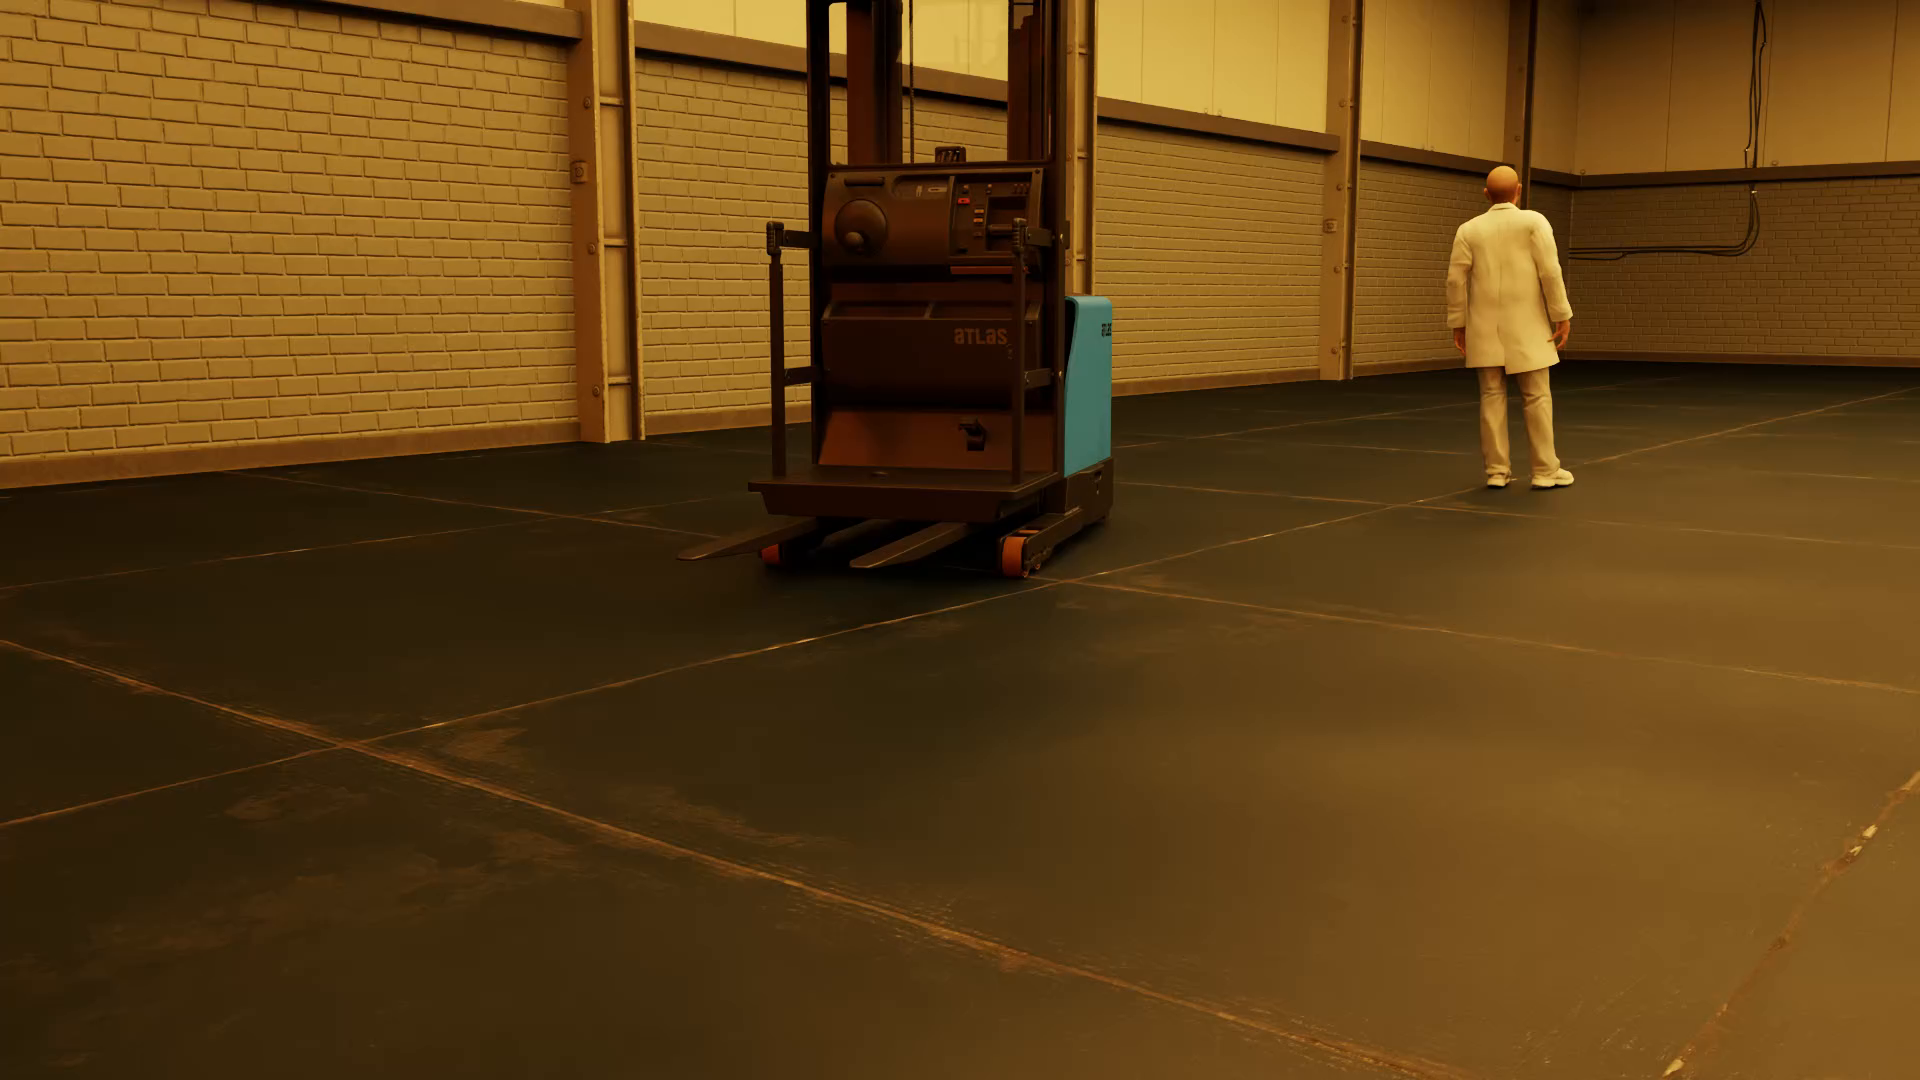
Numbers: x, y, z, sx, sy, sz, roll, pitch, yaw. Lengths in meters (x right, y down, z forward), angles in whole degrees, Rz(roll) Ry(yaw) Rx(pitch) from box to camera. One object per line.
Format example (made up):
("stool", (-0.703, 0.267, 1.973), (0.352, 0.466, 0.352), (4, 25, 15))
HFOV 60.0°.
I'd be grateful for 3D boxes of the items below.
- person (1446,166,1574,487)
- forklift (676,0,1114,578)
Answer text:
("person", (3.116, -1.196, 9.388), (0.695, 1.776, 0.582), (6, 10, 34))
("forklift", (-0.176, -1.366, 6.616), (1.130, 2.935, 3.031), (3, 9, 17))
